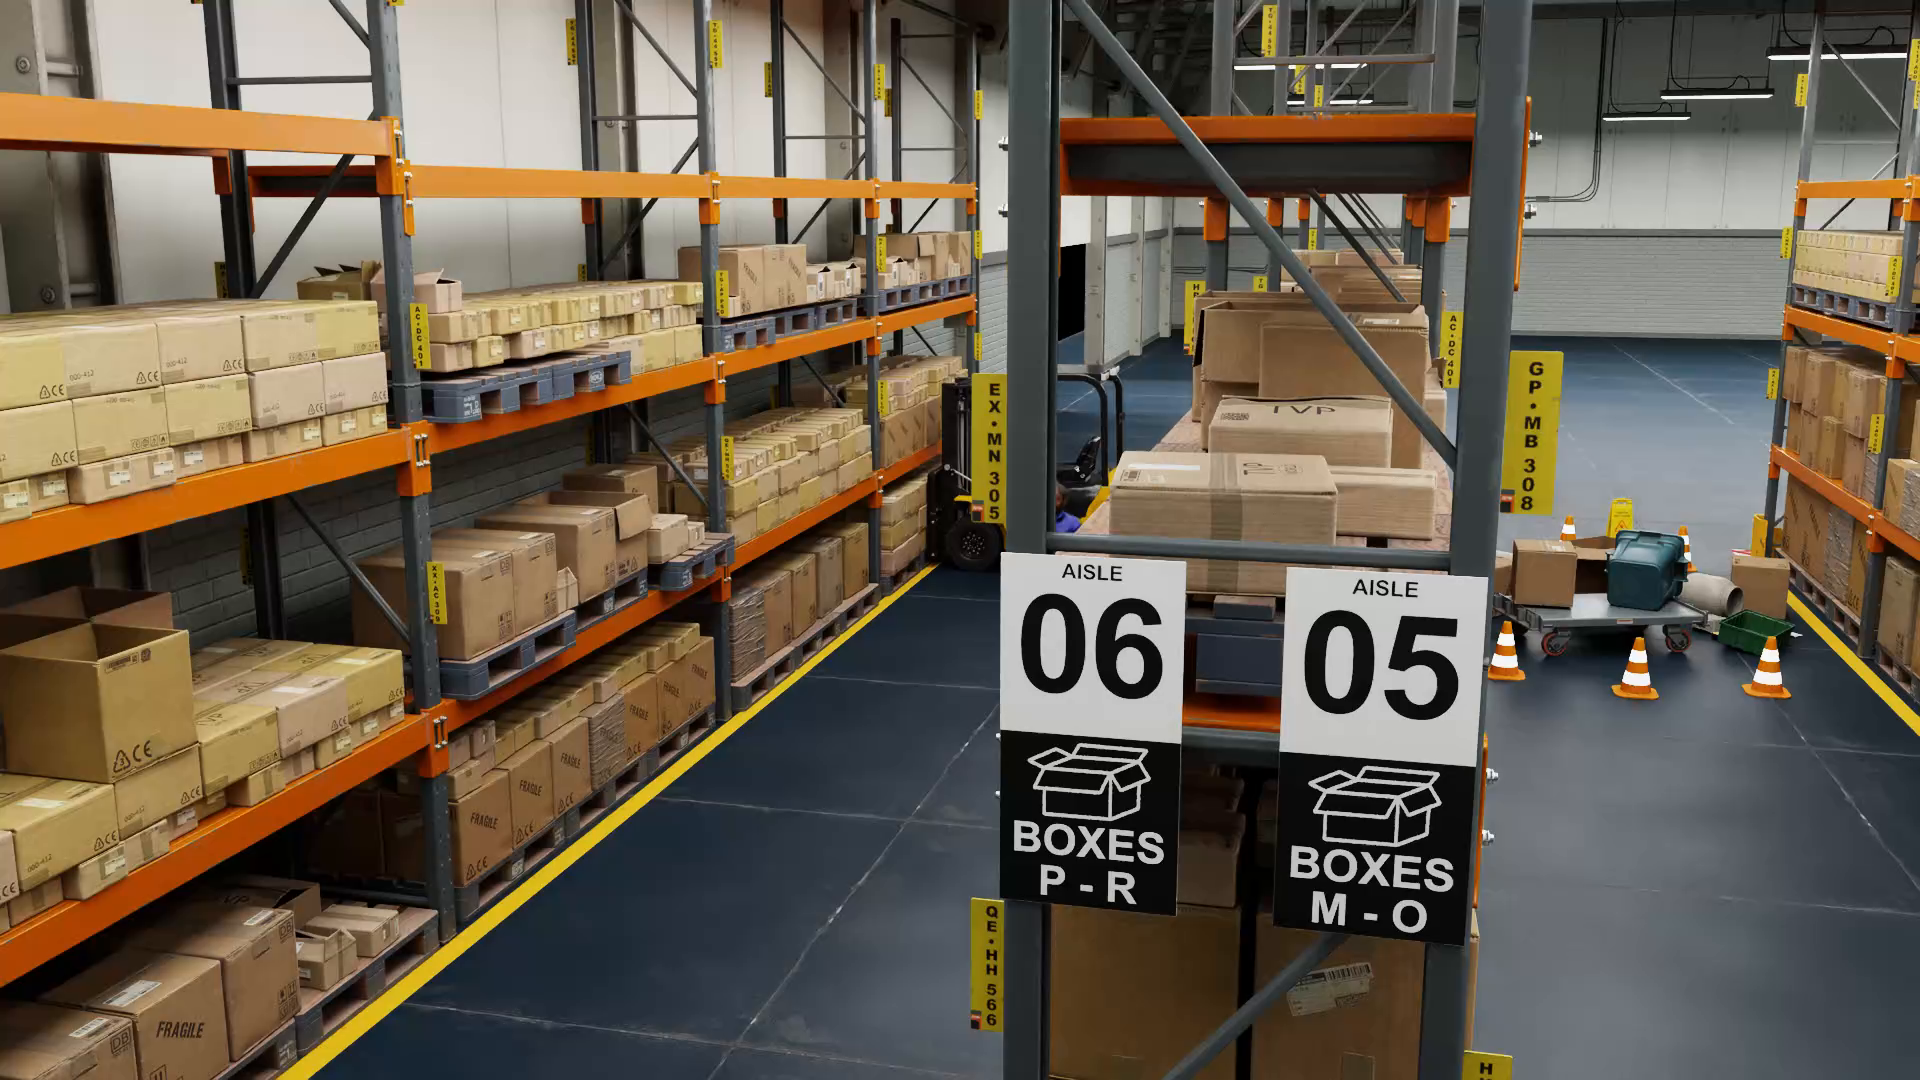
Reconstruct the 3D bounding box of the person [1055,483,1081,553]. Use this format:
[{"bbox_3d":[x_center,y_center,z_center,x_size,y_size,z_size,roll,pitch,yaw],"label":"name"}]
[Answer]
[{"bbox_3d":[0.781,0.391,13.687,0.465,1.730,0.655,1,12,7],"label":"person"}]
